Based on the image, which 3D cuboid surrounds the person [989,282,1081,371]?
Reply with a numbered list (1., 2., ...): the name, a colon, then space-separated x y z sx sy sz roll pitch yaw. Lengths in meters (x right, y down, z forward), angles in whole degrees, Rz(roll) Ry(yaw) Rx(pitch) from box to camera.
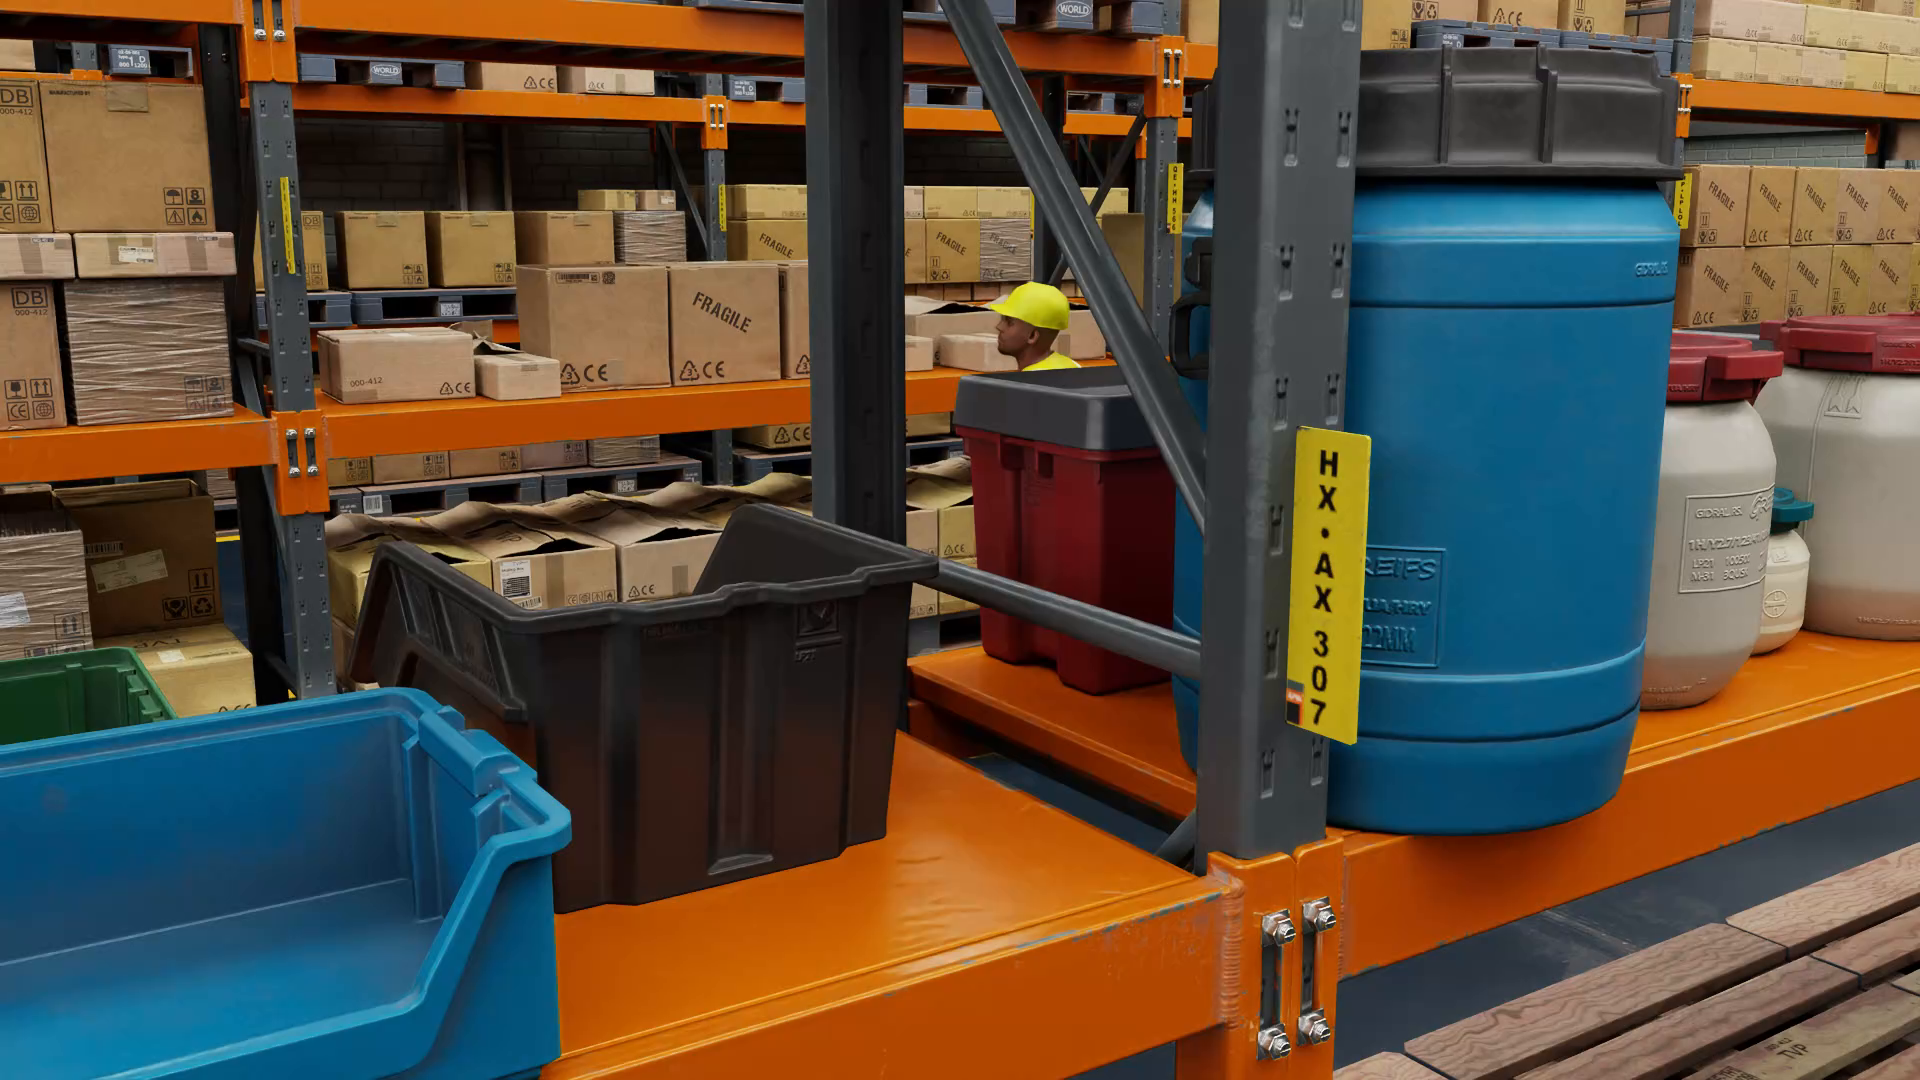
1. person: 0.167 -0.076 6.212 0.575 1.767 0.658 3 12 14
